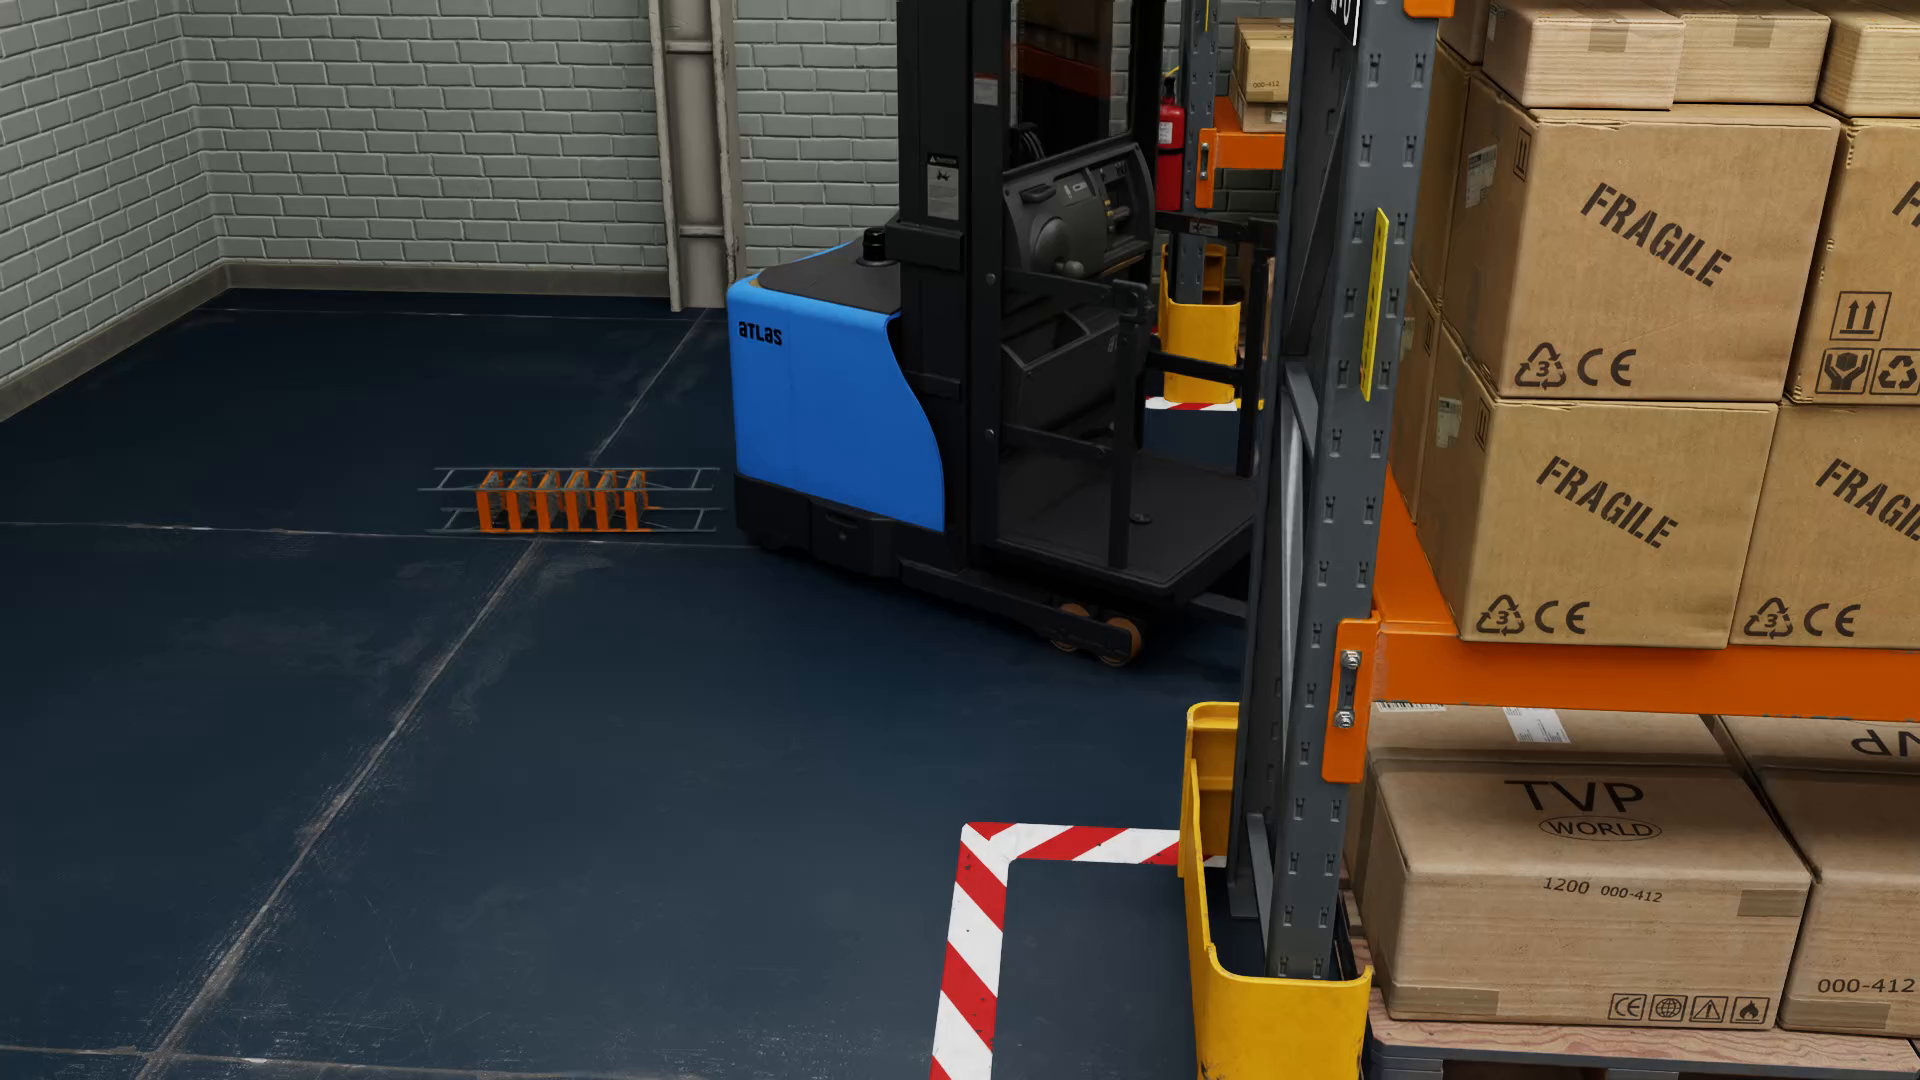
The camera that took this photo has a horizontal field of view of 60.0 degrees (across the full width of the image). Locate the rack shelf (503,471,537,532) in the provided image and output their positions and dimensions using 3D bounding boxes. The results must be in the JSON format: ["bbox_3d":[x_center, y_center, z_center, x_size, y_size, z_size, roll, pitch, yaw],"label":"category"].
[{"bbox_3d":[-1.796,-0.167,6.882,0.103,0.180,0.258,0,25,1],"label":"rack shelf"}]

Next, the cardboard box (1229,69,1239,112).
[{"bbox_3d":[1.503,-2.270,8.396,0.250,0.149,0.380,2,25,3],"label":"cardboard box"}]

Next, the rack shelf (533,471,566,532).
[{"bbox_3d":[-1.676,-0.167,6.880,0.103,0.180,0.258,0,25,1],"label":"rack shelf"}]

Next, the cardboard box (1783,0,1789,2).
[{"bbox_3d":[1.668,-1.109,3.481,0.250,0.149,0.380,2,25,3],"label":"cardboard box"}]

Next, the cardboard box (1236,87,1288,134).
[{"bbox_3d":[1.459,-2.044,7.905,0.250,0.149,0.380,2,25,4],"label":"cardboard box"}]

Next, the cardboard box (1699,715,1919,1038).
[{"bbox_3d":[2.355,0.764,4.064,0.875,0.438,0.875,2,25,5],"label":"cardboard box"}]

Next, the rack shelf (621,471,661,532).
[{"bbox_3d":[-1.316,-0.167,6.875,0.103,0.180,0.258,0,25,1],"label":"rack shelf"}]

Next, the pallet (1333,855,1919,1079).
[{"bbox_3d":[1.579,1.046,4.225,1.213,0.211,1.003,2,25,4],"label":"pallet"}]

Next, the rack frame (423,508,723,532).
[{"bbox_3d":[-1.600,-0.084,6.917,1.200,0.006,0.240,0,25,1],"label":"rack frame"}]

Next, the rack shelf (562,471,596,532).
[{"bbox_3d":[-1.556,-0.167,6.878,0.103,0.180,0.258,0,25,1],"label":"rack shelf"}]

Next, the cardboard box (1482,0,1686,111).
[{"bbox_3d":[1.109,-0.882,2.986,0.250,0.149,0.380,2,25,5],"label":"cardboard box"}]

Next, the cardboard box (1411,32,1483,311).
[{"bbox_3d":[1.275,-0.798,3.579,0.500,0.500,0.500,3,25,6],"label":"cardboard box"}]

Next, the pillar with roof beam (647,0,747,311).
[{"bbox_3d":[-1.797,-3.676,3.974,0.400,9.000,9.100,2,25,4],"label":"pillar with roof beam"}]

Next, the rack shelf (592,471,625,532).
[{"bbox_3d":[-1.436,-0.167,6.877,0.103,0.180,0.258,0,25,1],"label":"rack shelf"}]

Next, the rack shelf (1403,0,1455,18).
[{"bbox_3d":[2.770,-1.186,3.012,4.000,0.370,1.077,2,25,4],"label":"rack shelf"}]

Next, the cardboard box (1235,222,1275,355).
[{"bbox_3d":[1.755,-1.281,8.429,0.637,0.503,0.797,1,25,2],"label":"cardboard box"}]

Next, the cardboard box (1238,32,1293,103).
[{"bbox_3d":[1.584,-2.223,7.817,0.500,0.250,0.500,2,25,4],"label":"cardboard box"}]

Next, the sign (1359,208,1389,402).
[{"bbox_3d":[0.727,-0.412,2.927,0.005,0.325,0.100,2,25,4],"label":"sign"}]

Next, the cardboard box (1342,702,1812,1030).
[{"bbox_3d":[1.442,0.738,4.120,0.875,0.438,0.875,1,25,2],"label":"cardboard box"}]

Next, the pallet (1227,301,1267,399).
[{"bbox_3d":[2.023,-0.989,8.647,1.213,0.211,1.003,2,25,4],"label":"pallet"}]

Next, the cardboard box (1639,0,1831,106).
[{"bbox_3d":[1.375,-0.903,3.033,0.250,0.149,0.380,2,25,5],"label":"cardboard box"}]

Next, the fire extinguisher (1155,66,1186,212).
[{"bbox_3d":[0.970,-1.891,7.809,0.183,0.674,0.296,2,25,4],"label":"fire extinguisher"}]

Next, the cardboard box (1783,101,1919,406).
[{"bbox_3d":[1.748,-0.566,3.076,0.500,0.500,0.500,1,25,3],"label":"cardboard box"}]

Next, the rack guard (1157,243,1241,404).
[{"bbox_3d":[1.228,-1.145,8.641,0.348,0.500,1.175,2,25,4],"label":"rack guard"}]

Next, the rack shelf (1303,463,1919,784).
[{"bbox_3d":[2.770,0.177,3.639,4.000,0.370,1.077,2,25,4],"label":"rack shelf"}]

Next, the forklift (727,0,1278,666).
[{"bbox_3d":[0.600,-1.145,5.731,3.031,2.935,1.130,16,29,31],"label":"forklift"}]

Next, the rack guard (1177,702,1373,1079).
[{"bbox_3d":[0.752,0.920,4.151,0.348,0.500,1.175,2,25,4],"label":"rack guard"}]

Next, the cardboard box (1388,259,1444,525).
[{"bbox_3d":[1.277,-0.355,3.813,0.500,0.500,0.500,2,25,4],"label":"cardboard box"}]

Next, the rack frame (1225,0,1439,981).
[{"bbox_3d":[0.776,-0.214,3.627,0.127,3.000,1.000,2,25,4],"label":"rack frame"}]

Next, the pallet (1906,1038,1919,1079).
[{"bbox_3d":[2.792,1.086,4.138,1.213,0.211,1.003,2,25,4],"label":"pallet"}]

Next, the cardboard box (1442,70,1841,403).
[{"bbox_3d":[1.233,-0.580,3.106,0.500,0.500,0.500,1,25,3],"label":"cardboard box"}]

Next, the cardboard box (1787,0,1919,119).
[{"bbox_3d":[1.626,-0.847,2.911,0.250,0.149,0.380,3,25,6],"label":"cardboard box"}]

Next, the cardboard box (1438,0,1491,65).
[{"bbox_3d":[1.149,-1.081,3.418,0.250,0.149,0.380,2,25,5],"label":"cardboard box"}]

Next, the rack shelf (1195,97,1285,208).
[{"bbox_3d":[3.146,-1.892,8.135,4.000,0.370,1.077,2,25,4],"label":"rack shelf"}]

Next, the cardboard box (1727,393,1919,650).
[{"bbox_3d":[1.739,-0.120,3.303,0.500,0.500,0.500,1,25,3],"label":"cardboard box"}]

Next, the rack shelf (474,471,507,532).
[{"bbox_3d":[-1.916,-0.167,6.884,0.103,0.180,0.258,0,25,1],"label":"rack shelf"}]

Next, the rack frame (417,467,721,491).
[{"bbox_3d":[-1.601,-0.250,6.841,1.200,0.006,0.240,0,25,1],"label":"rack frame"}]

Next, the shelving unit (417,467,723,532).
[{"bbox_3d":[-1.601,-0.167,6.879,1.200,0.189,0.258,0,25,1],"label":"shelving unit"}]

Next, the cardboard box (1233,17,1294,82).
[{"bbox_3d":[1.631,-2.446,8.301,0.500,0.250,0.500,3,25,6],"label":"cardboard box"}]

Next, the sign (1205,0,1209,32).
[{"bbox_3d":[1.111,-2.450,7.451,0.005,0.325,0.100,2,25,4],"label":"sign"}]

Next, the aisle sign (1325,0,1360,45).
[{"bbox_3d":[0.682,-1.277,2.826,0.004,0.787,0.394,2,25,4],"label":"aisle sign"}]

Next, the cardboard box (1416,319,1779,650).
[{"bbox_3d":[1.233,-0.125,3.313,0.500,0.500,0.500,2,25,4],"label":"cardboard box"}]

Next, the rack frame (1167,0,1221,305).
[{"bbox_3d":[1.152,-2.283,8.123,0.127,3.000,1.000,2,25,4],"label":"rack frame"}]

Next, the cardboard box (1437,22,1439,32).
[{"bbox_3d":[2.145,-2.429,8.264,0.500,0.250,0.500,2,25,4],"label":"cardboard box"}]
